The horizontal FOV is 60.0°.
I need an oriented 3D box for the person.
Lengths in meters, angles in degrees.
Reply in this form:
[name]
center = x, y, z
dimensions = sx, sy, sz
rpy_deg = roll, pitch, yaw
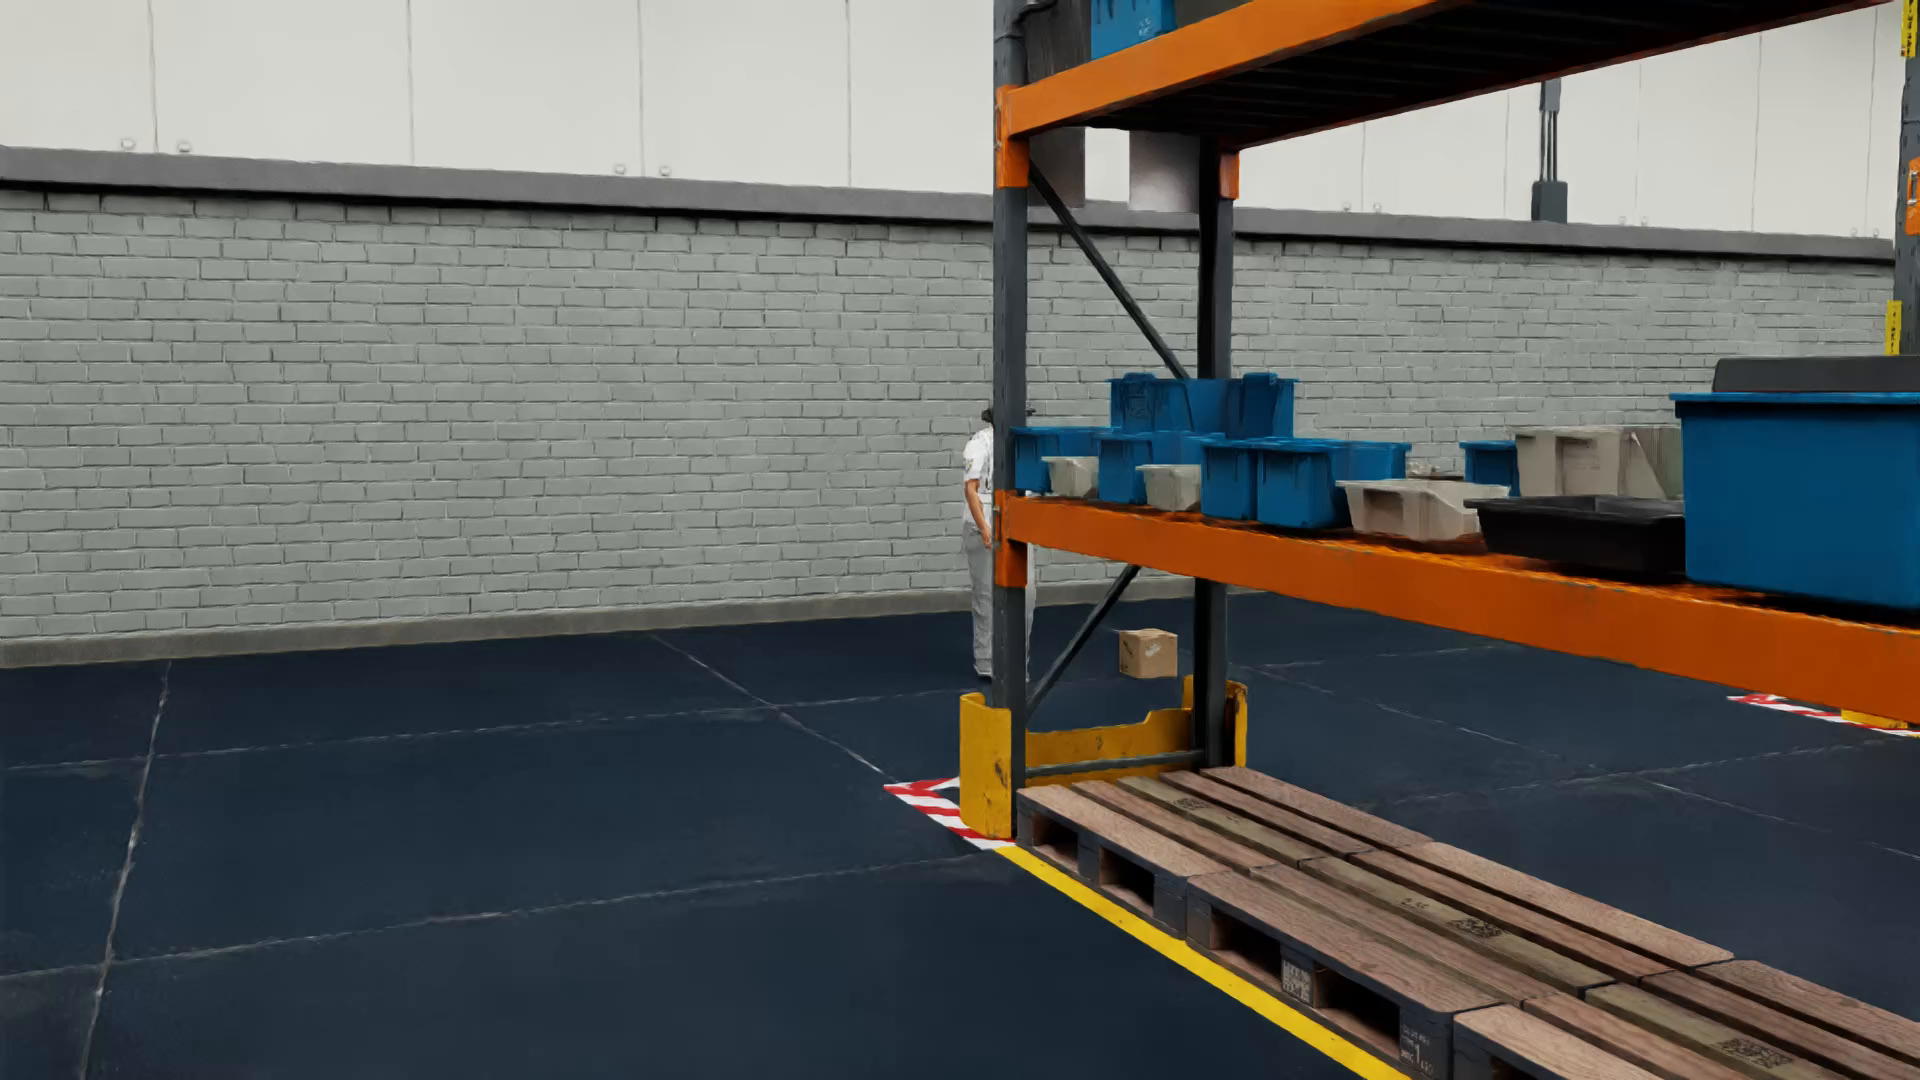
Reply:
[person]
center = 0.258, 0.005, 9.693
dimensions = 0.502, 1.762, 0.468
rpy_deg = -2, 6, -24
